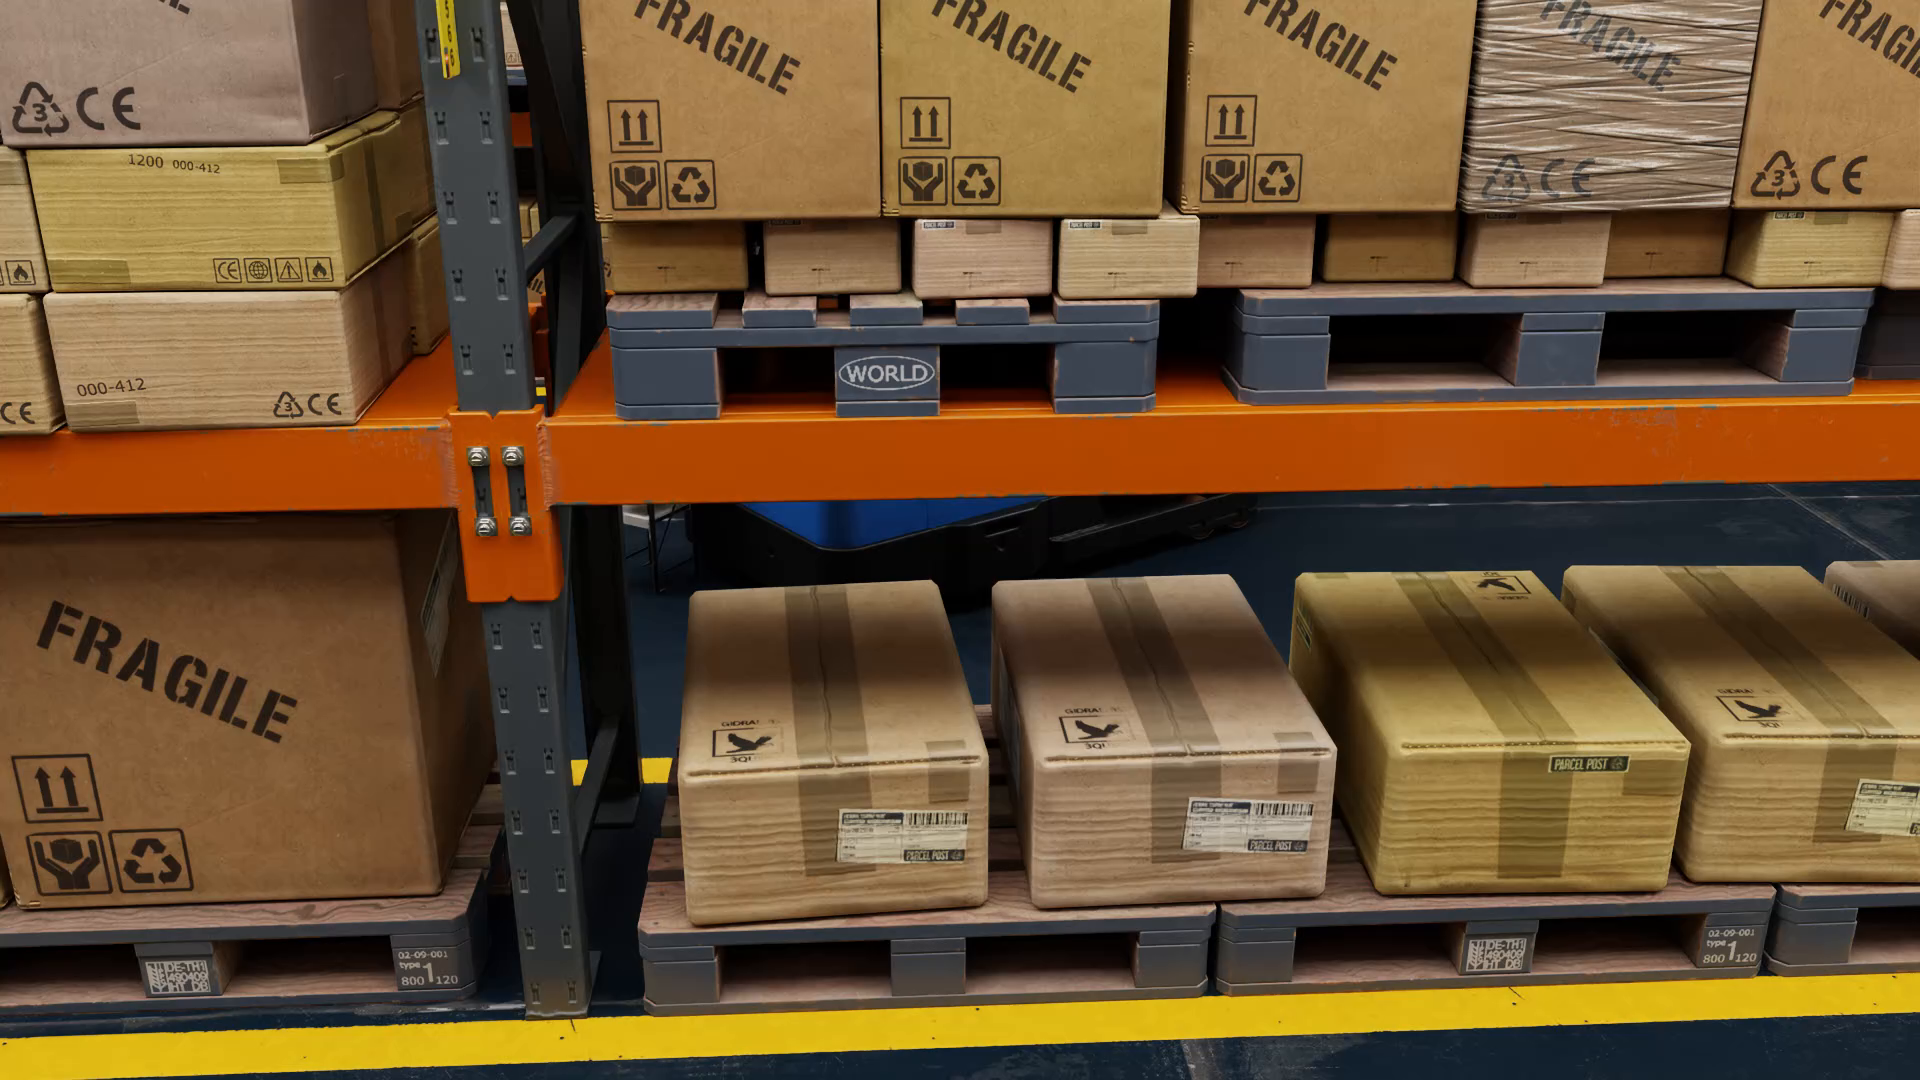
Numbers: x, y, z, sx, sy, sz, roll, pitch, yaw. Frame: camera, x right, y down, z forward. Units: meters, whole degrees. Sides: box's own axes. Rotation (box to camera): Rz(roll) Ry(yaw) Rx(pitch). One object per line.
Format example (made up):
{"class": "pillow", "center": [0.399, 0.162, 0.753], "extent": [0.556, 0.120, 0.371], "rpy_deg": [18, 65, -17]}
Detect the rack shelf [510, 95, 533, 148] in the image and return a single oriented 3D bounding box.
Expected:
{"class": "rack shelf", "center": [-3.157, -1.961, 8.066], "extent": [4.000, 0.370, 1.077], "rpy_deg": [-1, 21, -3]}

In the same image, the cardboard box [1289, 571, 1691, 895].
{"class": "cardboard box", "center": [1.185, 0.418, 3.910], "extent": [0.625, 0.372, 0.950], "rpy_deg": [0, 21, -1]}

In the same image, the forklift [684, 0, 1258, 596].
{"class": "forklift", "center": [0.498, -1.505, 5.954], "extent": [3.031, 2.935, 1.130], "rpy_deg": [-15, 26, -34]}

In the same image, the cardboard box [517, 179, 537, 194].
{"class": "cardboard box", "center": [-2.210, -1.740, 8.485], "extent": [0.250, 0.149, 0.380], "rpy_deg": [-1, 21, -2]}

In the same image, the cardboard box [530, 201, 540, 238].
{"class": "cardboard box", "center": [-1.910, -1.552, 7.994], "extent": [0.250, 0.149, 0.380], "rpy_deg": [-2, 21, -6]}

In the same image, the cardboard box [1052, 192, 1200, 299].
{"class": "cardboard box", "center": [0.297, -0.575, 3.178], "extent": [0.250, 0.149, 0.380], "rpy_deg": [-1, 21, -3]}

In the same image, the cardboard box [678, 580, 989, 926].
{"class": "cardboard box", "center": [-0.309, 0.449, 3.828], "extent": [0.625, 0.372, 0.950], "rpy_deg": [-3, 21, -7]}

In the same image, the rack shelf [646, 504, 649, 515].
{"class": "rack shelf", "center": [-1.061, -0.174, 5.660], "extent": [0.200, 0.077, 0.258], "rpy_deg": [11, 24, 28]}

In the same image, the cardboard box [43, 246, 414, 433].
{"class": "cardboard box", "center": [-1.364, -0.402, 3.171], "extent": [0.500, 0.250, 0.500], "rpy_deg": [-2, 21, -5]}

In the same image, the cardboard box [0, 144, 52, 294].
{"class": "cardboard box", "center": [-1.854, -0.626, 3.058], "extent": [0.500, 0.250, 0.500], "rpy_deg": [-2, 21, -4]}

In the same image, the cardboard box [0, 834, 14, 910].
{"class": "cardboard box", "center": [-2.459, 0.223, 3.714], "extent": [0.875, 0.875, 0.875], "rpy_deg": [-1, 21, -2]}

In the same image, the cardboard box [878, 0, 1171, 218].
{"class": "cardboard box", "center": [0.109, -0.896, 3.111], "extent": [0.500, 0.500, 0.500], "rpy_deg": [0, 21, 0]}

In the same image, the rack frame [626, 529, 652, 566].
{"class": "rack frame", "center": [-1.149, -0.307, 5.663], "extent": [0.006, 0.900, 0.240], "rpy_deg": [11, 24, 28]}

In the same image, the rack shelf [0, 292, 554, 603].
{"class": "rack shelf", "center": [-2.870, -0.198, 3.435], "extent": [4.000, 0.370, 1.077], "rpy_deg": [-1, 21, -3]}

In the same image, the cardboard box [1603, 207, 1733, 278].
{"class": "cardboard box", "center": [1.334, -0.642, 3.353], "extent": [0.250, 0.149, 0.380], "rpy_deg": [-2, 21, -5]}

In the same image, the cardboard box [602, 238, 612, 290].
{"class": "cardboard box", "center": [-1.570, -1.281, 8.192], "extent": [0.500, 0.500, 0.500], "rpy_deg": [-1, 21, -1]}

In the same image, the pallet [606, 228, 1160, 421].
{"class": "pallet", "center": [-0.168, -0.537, 3.585], "extent": [1.003, 0.211, 1.213], "rpy_deg": [-1, 21, -3]}

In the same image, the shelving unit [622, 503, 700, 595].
{"class": "shelving unit", "center": [-1.061, -0.289, 5.616], "extent": [0.210, 0.900, 0.258], "rpy_deg": [11, 24, 28]}

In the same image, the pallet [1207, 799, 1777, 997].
{"class": "pallet", "center": [1.122, 0.690, 4.013], "extent": [1.213, 0.211, 1.003], "rpy_deg": [-1, 21, -3]}

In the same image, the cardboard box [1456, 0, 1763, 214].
{"class": "cardboard box", "center": [1.138, -0.917, 3.165], "extent": [0.500, 0.500, 0.500], "rpy_deg": [-2, 21, -5]}

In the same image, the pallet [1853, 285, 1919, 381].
{"class": "pallet", "center": [2.349, -0.602, 3.756], "extent": [1.213, 0.211, 1.003], "rpy_deg": [-1, 21, -3]}

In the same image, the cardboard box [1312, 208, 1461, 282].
{"class": "cardboard box", "center": [0.813, -0.627, 3.316], "extent": [0.250, 0.149, 0.380], "rpy_deg": [0, 21, -1]}

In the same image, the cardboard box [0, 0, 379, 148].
{"class": "cardboard box", "center": [-1.375, -0.985, 2.947], "extent": [0.500, 0.500, 0.500], "rpy_deg": [-2, 21, -5]}

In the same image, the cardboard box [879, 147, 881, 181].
{"class": "cardboard box", "center": [-0.296, -0.775, 3.703], "extent": [0.250, 0.149, 0.380], "rpy_deg": [-1, 21, -2]}

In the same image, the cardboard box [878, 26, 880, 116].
{"class": "cardboard box", "center": [0.080, -1.079, 3.590], "extent": [0.500, 0.500, 0.500], "rpy_deg": [-1, 21, -4]}

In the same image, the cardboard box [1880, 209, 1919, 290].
{"class": "cardboard box", "center": [1.848, -0.602, 3.251], "extent": [0.250, 0.149, 0.380], "rpy_deg": [-1, 21, -3]}

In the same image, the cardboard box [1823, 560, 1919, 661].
{"class": "cardboard box", "center": [2.596, 0.388, 3.990], "extent": [0.625, 0.372, 0.950], "rpy_deg": [-1, 21, -2]}

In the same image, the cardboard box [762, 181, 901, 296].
{"class": "cardboard box", "center": [-0.254, -0.588, 3.212], "extent": [0.250, 0.149, 0.380], "rpy_deg": [-2, 21, -6]}

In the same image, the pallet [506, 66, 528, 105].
{"class": "pallet", "center": [-1.833, -2.209, 7.978], "extent": [1.003, 0.211, 1.213], "rpy_deg": [-1, 21, -3]}

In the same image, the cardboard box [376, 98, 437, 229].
{"class": "cardboard box", "center": [-1.394, -0.815, 3.555], "extent": [0.500, 0.250, 0.500], "rpy_deg": [-1, 21, -3]}

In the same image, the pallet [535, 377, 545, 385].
{"class": "pallet", "center": [-1.908, -1.033, 8.537], "extent": [1.213, 0.211, 1.003], "rpy_deg": [-1, 21, -3]}
